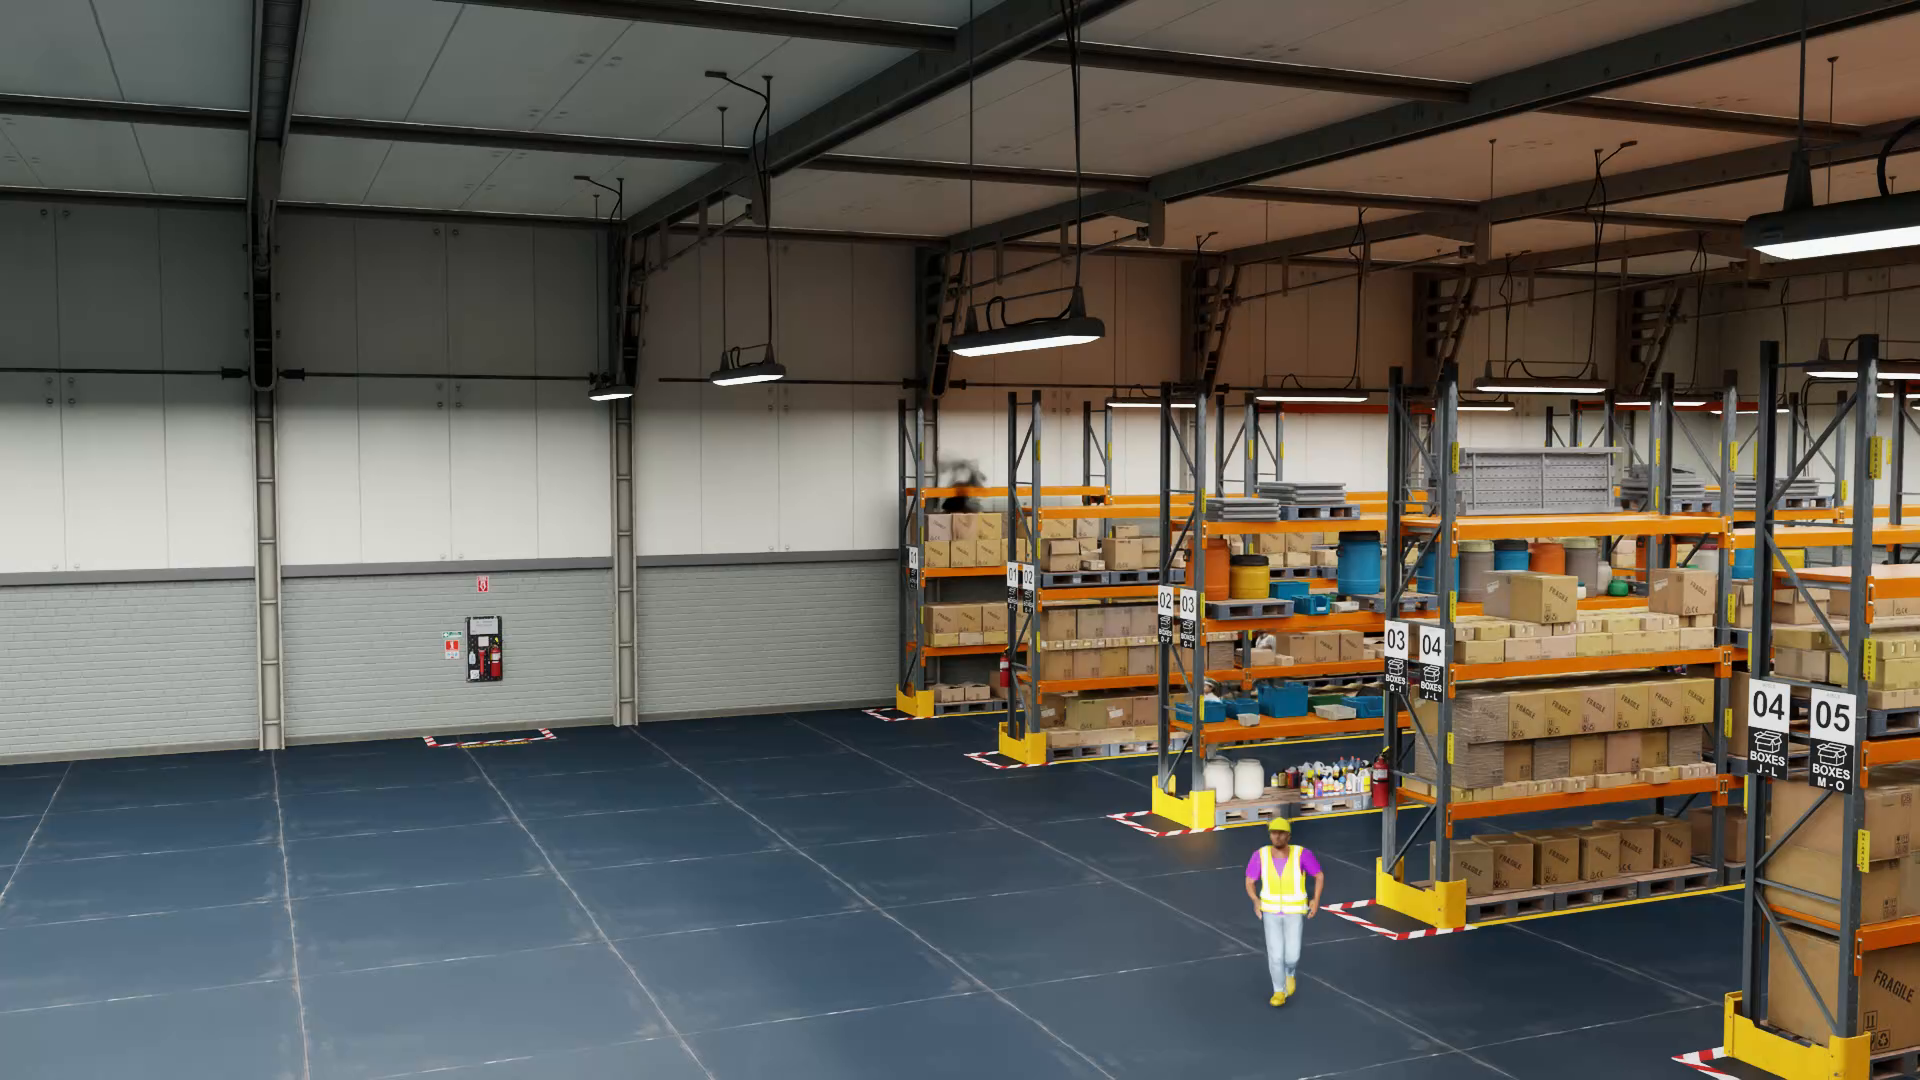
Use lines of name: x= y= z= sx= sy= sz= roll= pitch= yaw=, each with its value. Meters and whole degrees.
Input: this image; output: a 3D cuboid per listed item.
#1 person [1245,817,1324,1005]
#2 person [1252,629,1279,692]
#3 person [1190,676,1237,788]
person: x=2.956 y=3.410 z=15.245 sx=0.708 sy=1.723 sz=0.517 roll=1 pitch=3 yaw=16
person: x=5.874 y=2.416 z=31.785 sx=0.834 sy=1.809 sz=0.649 roll=-2 pitch=4 yaw=-29
person: x=3.802 y=2.877 z=24.996 sx=0.775 sy=1.689 sz=0.600 roll=-1 pitch=4 yaw=-22
